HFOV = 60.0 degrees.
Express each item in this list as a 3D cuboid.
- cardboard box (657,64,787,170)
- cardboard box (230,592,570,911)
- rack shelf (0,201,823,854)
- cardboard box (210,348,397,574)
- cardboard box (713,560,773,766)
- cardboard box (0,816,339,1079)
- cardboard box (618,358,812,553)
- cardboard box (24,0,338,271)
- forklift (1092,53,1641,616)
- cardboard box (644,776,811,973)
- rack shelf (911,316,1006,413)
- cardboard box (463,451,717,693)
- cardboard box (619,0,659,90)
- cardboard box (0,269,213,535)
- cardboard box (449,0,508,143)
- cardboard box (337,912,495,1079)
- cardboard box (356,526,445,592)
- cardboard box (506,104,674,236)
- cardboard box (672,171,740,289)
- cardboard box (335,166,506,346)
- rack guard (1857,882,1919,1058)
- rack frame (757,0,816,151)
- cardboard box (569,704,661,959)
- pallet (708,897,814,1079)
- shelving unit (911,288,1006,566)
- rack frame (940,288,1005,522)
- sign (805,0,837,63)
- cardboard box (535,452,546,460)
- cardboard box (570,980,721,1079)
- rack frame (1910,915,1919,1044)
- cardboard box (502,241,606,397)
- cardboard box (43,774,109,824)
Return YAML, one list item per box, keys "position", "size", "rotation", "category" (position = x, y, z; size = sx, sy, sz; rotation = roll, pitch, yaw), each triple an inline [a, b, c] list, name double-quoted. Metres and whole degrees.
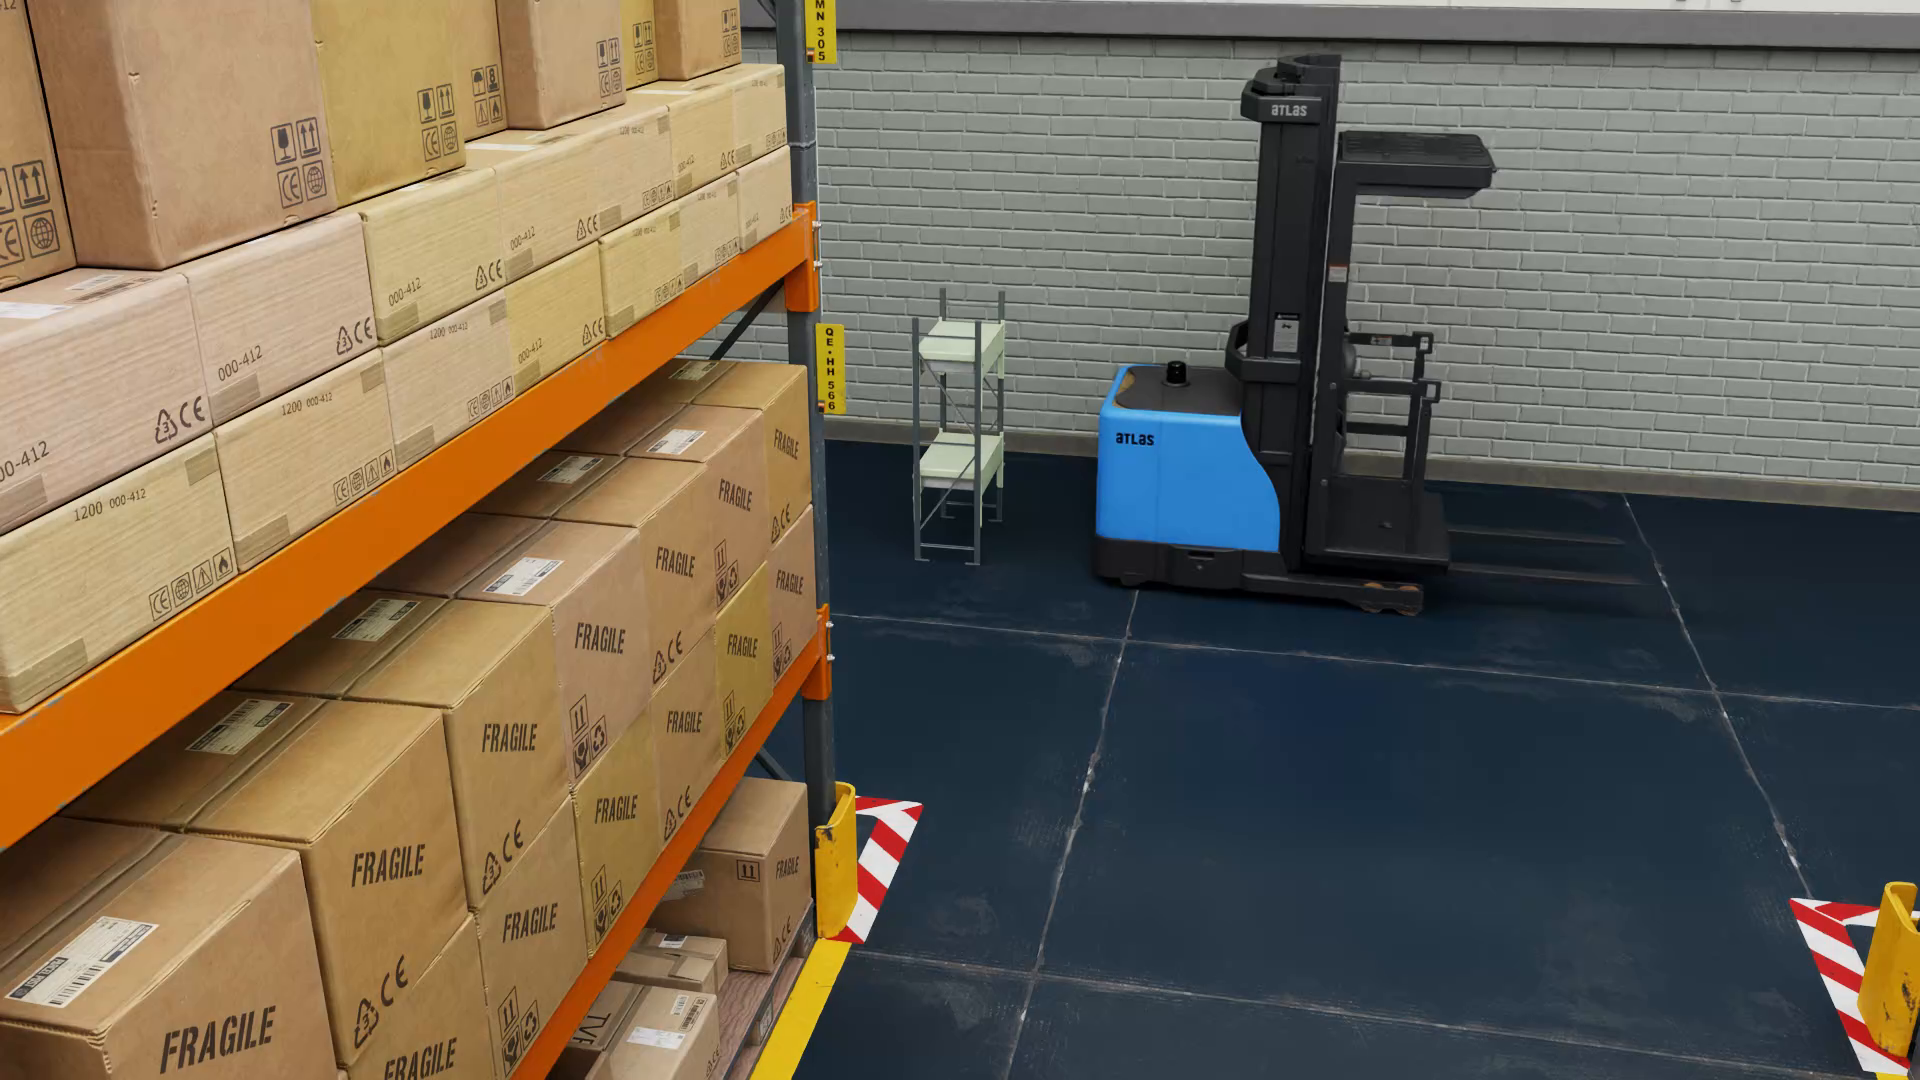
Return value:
- position: [-0.849, -1.314, 5.116]
  size: [0.500, 0.250, 0.500]
  rotation: [4, 22, 11]
  category: "cardboard box"
- position: [-1.228, 0.458, 3.729]
  size: [0.500, 0.500, 0.500]
  rotation: [4, 22, 9]
  category: "cardboard box"
- position: [-1.402, -0.293, 4.015]
  size: [1.077, 0.370, 4.000]
  rotation: [4, 22, 11]
  category: "rack shelf"
- position: [-1.362, -0.168, 2.940]
  size: [0.500, 0.250, 0.500]
  rotation: [4, 22, 11]
  category: "cardboard box"
- position: [-0.921, 0.361, 5.308]
  size: [0.500, 0.500, 0.500]
  rotation: [5, 22, 11]
  category: "cardboard box"
- position: [-1.438, 0.835, 2.794]
  size: [0.500, 0.500, 0.500]
  rotation: [5, 22, 12]
  category: "cardboard box"
- position: [-0.815, -0.294, 5.595]
  size: [0.500, 0.500, 0.500]
  rotation: [4, 22, 10]
  category: "cardboard box"
- position: [-1.507, -0.759, 2.735]
  size: [0.700, 0.500, 0.500]
  rotation: [4, 22, 11]
  category: "cardboard box"
- position: [2.343, -1.154, 9.295]
  size: [3.031, 2.935, 1.130]
  rotation: [5, 22, 12]
  category: "forklift"
- position: [-0.864, 1.206, 6.101]
  size: [0.500, 0.500, 0.500]
  rotation: [4, 22, 11]
  category: "cardboard box"
- position: [-0.001, -1.055, 9.922]
  size: [0.431, 0.370, 0.720]
  rotation: [4, 22, 11]
  category: "rack shelf"
- position: [-1.019, 0.081, 4.664]
  size: [0.500, 0.500, 0.500]
  rotation: [5, 22, 12]
  category: "cardboard box"
- position: [-1.267, -1.503, 4.583]
  size: [0.700, 0.500, 0.500]
  rotation: [4, 22, 11]
  category: "cardboard box"
- position: [-1.468, -0.217, 2.393]
  size: [0.500, 0.250, 0.500]
  rotation: [4, 22, 11]
  category: "cardboard box"
- position: [-1.458, -1.136, 3.673]
  size: [0.700, 0.500, 0.500]
  rotation: [4, 22, 11]
  category: "cardboard box"
- position: [-1.338, 1.096, 3.483]
  size: [0.500, 0.500, 0.500]
  rotation: [5, 22, 12]
  category: "cardboard box"
- position: [-1.651, 0.225, 4.307]
  size: [0.500, 0.500, 0.500]
  rotation: [4, 22, 10]
  category: "cardboard box"
- position: [-1.056, -0.948, 4.209]
  size: [0.500, 0.250, 0.500]
  rotation: [4, 22, 11]
  category: "cardboard box"
- position: [-0.953, -0.899, 4.756]
  size: [0.500, 0.250, 0.500]
  rotation: [4, 22, 11]
  category: "cardboard box"
- position: [-1.254, -0.582, 3.299]
  size: [0.500, 0.250, 0.500]
  rotation: [4, 22, 11]
  category: "cardboard box"
- position: [3.847, 1.562, 5.807]
  size: [1.175, 0.500, 0.348]
  rotation: [4, 22, 11]
  category: "rack guard"
- position: [-0.994, -2.750, 5.136]
  size: [1.000, 3.000, 0.127]
  rotation: [4, 22, 11]
  category: "rack frame"
- position: [-1.131, 0.727, 4.398]
  size: [0.500, 0.500, 0.500]
  rotation: [4, 22, 10]
  category: "cardboard box"
- position: [-1.171, 1.646, 5.985]
  size: [1.003, 0.211, 1.213]
  rotation: [4, 22, 11]
  category: "pallet"
- position: [-0.001, -0.693, 10.067]
  size: [0.431, 1.500, 0.755]
  rotation: [4, 22, 11]
  category: "shelving unit"
- position: [0.073, -0.827, 10.400]
  size: [0.400, 1.500, 0.023]
  rotation: [4, 22, 11]
  category: "rack frame"
- position: [-0.455, -1.720, 5.408]
  size: [0.100, 0.325, 0.005]
  rotation: [4, 22, 11]
  category: "sign"
- position: [-1.442, -0.143, 5.222]
  size: [0.500, 0.500, 0.500]
  rotation: [5, 22, 11]
  category: "cardboard box"
- position: [-1.087, 1.667, 5.291]
  size: [0.500, 0.250, 0.500]
  rotation: [4, 22, 11]
  category: "cardboard box"
- position: [3.855, 0.412, 5.316]
  size: [1.000, 3.000, 0.127]
  rotation: [4, 22, 11]
  category: "rack frame"
- position: [-1.160, -0.533, 3.848]
  size: [0.500, 0.250, 0.500]
  rotation: [4, 22, 11]
  category: "cardboard box"
- position: [-1.858, 0.593, 3.393]
  size: [0.500, 0.500, 0.500]
  rotation: [4, 22, 10]
  category: "cardboard box"
